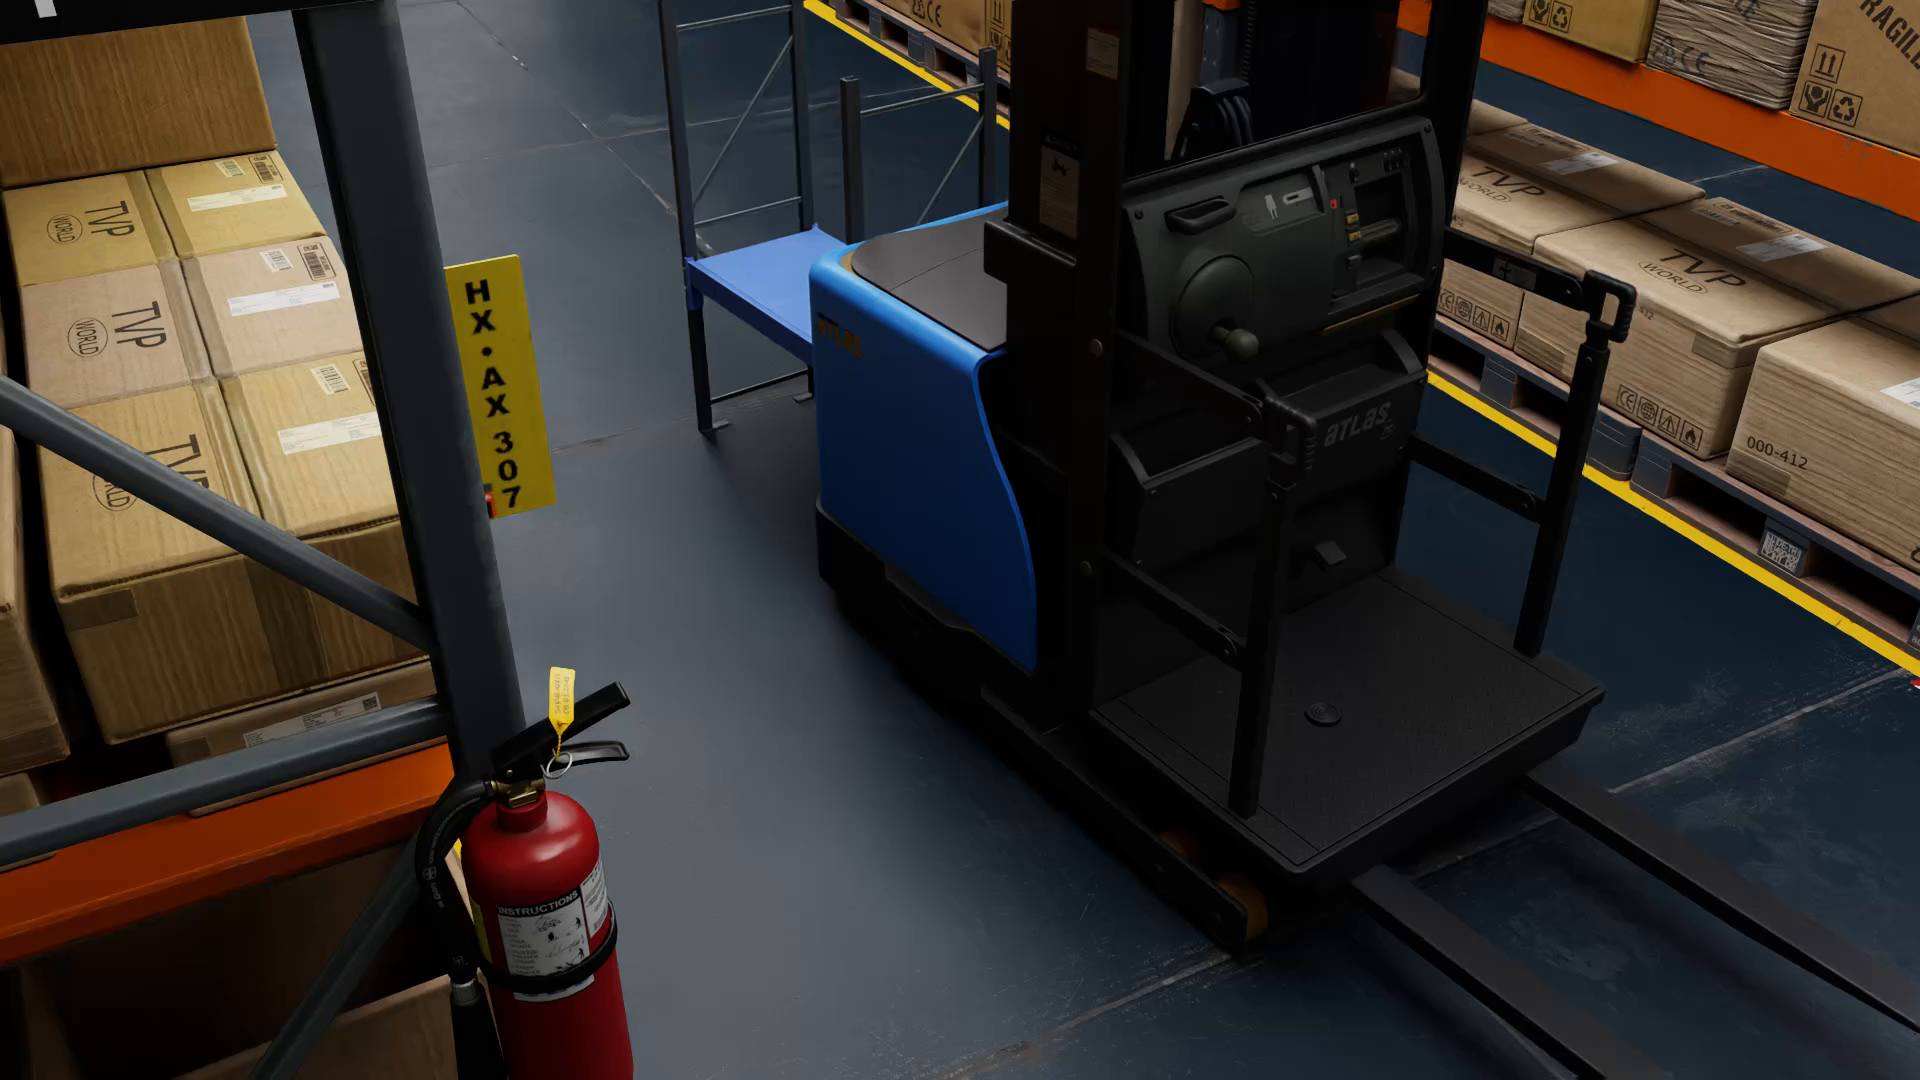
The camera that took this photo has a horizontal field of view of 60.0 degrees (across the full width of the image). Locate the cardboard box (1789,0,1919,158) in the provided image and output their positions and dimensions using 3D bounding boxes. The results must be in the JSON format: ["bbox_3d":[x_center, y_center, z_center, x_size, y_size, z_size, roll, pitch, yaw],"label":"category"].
[{"bbox_3d":[2.690,-1.369,4.514,0.500,0.500,0.500,-17,36,-24],"label":"cardboard box"}]

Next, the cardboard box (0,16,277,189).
[{"bbox_3d":[-1.692,-1.048,3.273,0.500,0.500,0.500,-15,36,-22],"label":"cardboard box"}]

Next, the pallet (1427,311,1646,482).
[{"bbox_3d":[2.363,-0.689,6.130,1.003,0.211,1.213,-16,36,-23],"label":"pallet"}]

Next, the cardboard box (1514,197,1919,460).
[{"bbox_3d":[2.540,-0.743,5.614,0.875,0.438,0.875,-15,36,-22],"label":"cardboard box"}]

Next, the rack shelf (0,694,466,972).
[{"bbox_3d":[-1.952,-0.321,3.638,1.077,0.370,4.000,-16,36,-23],"label":"rack shelf"}]

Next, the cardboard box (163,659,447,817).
[{"bbox_3d":[-0.930,0.210,2.374,0.380,0.149,0.250,-16,36,-23],"label":"cardboard box"}]

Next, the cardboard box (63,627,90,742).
[{"bbox_3d":[-1.475,0.209,2.377,0.380,0.149,0.250,-15,35,-22],"label":"cardboard box"}]

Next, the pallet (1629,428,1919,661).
[{"bbox_3d":[2.928,-0.108,5.223,1.003,0.211,1.213,-16,36,-23],"label":"pallet"}]

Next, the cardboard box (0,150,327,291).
[{"bbox_3d":[-1.467,-0.498,3.110,0.500,0.250,0.500,-17,36,-24],"label":"cardboard box"}]

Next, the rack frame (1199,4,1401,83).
[{"bbox_3d":[1.505,-2.829,6.885,1.000,3.000,0.127,-16,36,-23],"label":"rack frame"}]

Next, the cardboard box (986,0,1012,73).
[{"bbox_3d":[0.717,-2.816,8.445,0.875,0.875,0.875,-15,36,-22],"label":"cardboard box"}]

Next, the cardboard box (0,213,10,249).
[{"bbox_3d":[-2.178,-0.618,3.298,0.500,0.250,0.500,-16,36,-23],"label":"cardboard box"}]

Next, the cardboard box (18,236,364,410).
[{"bbox_3d":[-1.228,-0.257,2.733,0.500,0.250,0.500,-15,36,-23],"label":"cardboard box"}]

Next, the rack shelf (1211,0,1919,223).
[{"bbox_3d":[2.438,-1.572,5.589,1.077,0.370,4.000,-16,36,-23],"label":"rack shelf"}]

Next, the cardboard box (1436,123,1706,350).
[{"bbox_3d":[2.121,-1.173,6.287,0.875,0.438,0.875,-17,36,-24],"label":"cardboard box"}]

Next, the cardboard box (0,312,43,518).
[{"bbox_3d":[-1.708,-0.131,2.537,0.500,0.250,0.500,-16,36,-23],"label":"cardboard box"}]

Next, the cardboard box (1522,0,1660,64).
[{"bbox_3d":[2.190,-1.855,5.273,0.500,0.500,0.500,-15,35,-22],"label":"cardboard box"}]

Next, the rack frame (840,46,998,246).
[{"bbox_3d":[-0.106,-0.650,4.874,0.500,1.500,0.032,-22,39,-30],"label":"rack frame"}]

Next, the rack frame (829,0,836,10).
[{"bbox_3d":[-0.360,-4.738,9.865,1.000,3.000,0.127,-16,36,-23],"label":"rack frame"}]

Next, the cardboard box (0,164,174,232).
[{"bbox_3d":[-1.724,-0.737,3.482,0.500,0.250,0.500,-17,36,-24],"label":"cardboard box"}]

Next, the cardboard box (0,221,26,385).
[{"bbox_3d":[-1.935,-0.369,2.908,0.500,0.250,0.500,-15,35,-22],"label":"cardboard box"}]

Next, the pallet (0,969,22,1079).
[{"bbox_3d":[-1.427,1.088,3.356,1.003,0.211,1.213,-16,36,-23],"label":"pallet"}]

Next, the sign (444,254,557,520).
[{"bbox_3d":[-0.539,-0.171,1.934,0.100,0.325,0.005,-16,36,-23],"label":"sign"}]

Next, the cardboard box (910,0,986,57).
[{"bbox_3d":[0.301,-3.243,9.111,0.875,0.875,0.875,-15,36,-23],"label":"cardboard box"}]

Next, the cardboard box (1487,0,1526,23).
[{"bbox_3d":[1.950,-2.101,5.656,0.500,0.500,0.500,-16,36,-23],"label":"cardboard box"}]

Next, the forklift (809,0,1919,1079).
[{"bbox_3d":[0.858,-0.609,3.484,1.130,2.935,3.031,-22,39,-30],"label":"forklift"}]

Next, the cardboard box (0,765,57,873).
[{"bbox_3d":[-1.411,0.345,2.163,0.380,0.149,0.250,-16,36,-24],"label":"cardboard box"}]

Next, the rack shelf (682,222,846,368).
[{"bbox_3d":[-0.408,-0.719,5.315,0.538,0.185,1.000,-22,39,-30],"label":"rack shelf"}]

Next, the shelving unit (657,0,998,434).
[{"bbox_3d":[-0.408,-0.870,5.218,0.538,1.500,1.048,-22,39,-30],"label":"shelving unit"}]

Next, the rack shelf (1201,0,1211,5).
[{"bbox_3d":[0.573,-3.481,8.569,1.077,0.370,4.000,-16,36,-23],"label":"rack shelf"}]

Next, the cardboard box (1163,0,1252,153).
[{"bbox_3d":[1.145,-2.387,7.775,0.875,0.875,0.875,-15,35,-22],"label":"cardboard box"}]

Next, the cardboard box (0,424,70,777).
[{"bbox_3d":[-1.468,0.115,2.153,0.500,0.250,0.500,-15,36,-22],"label":"cardboard box"}]

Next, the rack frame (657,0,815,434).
[{"bbox_3d":[-0.711,-1.091,5.562,0.500,1.500,0.032,-22,39,-30],"label":"rack frame"}]

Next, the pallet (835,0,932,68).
[{"bbox_3d":[-0.059,-3.169,10.000,1.003,0.211,1.213,-16,36,-23],"label":"pallet"}]

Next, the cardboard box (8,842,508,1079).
[{"bbox_3d":[-1.221,0.889,3.007,0.797,0.503,0.637,-17,37,-25],"label":"cardboard box"}]

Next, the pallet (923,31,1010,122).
[{"bbox_3d":[0.506,-2.587,9.092,1.003,0.211,1.213,-16,36,-23],"label":"pallet"}]

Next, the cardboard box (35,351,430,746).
[{"bbox_3d":[-0.992,-0.016,2.358,0.500,0.250,0.500,-16,36,-23],"label":"cardboard box"}]

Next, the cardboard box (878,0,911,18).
[{"bbox_3d":[-0.111,-3.670,9.777,0.875,0.875,0.875,-16,36,-24],"label":"cardboard box"}]

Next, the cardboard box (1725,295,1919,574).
[{"bbox_3d":[2.974,-0.308,4.936,0.875,0.438,0.875,-17,36,-25],"label":"cardboard box"}]

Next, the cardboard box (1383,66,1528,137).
[{"bbox_3d":[1.703,-1.600,6.953,0.875,0.438,0.875,-16,36,-24],"label":"cardboard box"}]

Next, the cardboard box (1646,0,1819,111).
[{"bbox_3d":[2.442,-1.612,4.893,0.500,0.500,0.500,-15,36,-22],"label":"cardboard box"}]

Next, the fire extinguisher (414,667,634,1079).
[{"bbox_3d":[-0.542,0.474,2.147,0.296,0.674,0.183,-16,36,-23],"label":"fire extinguisher"}]
